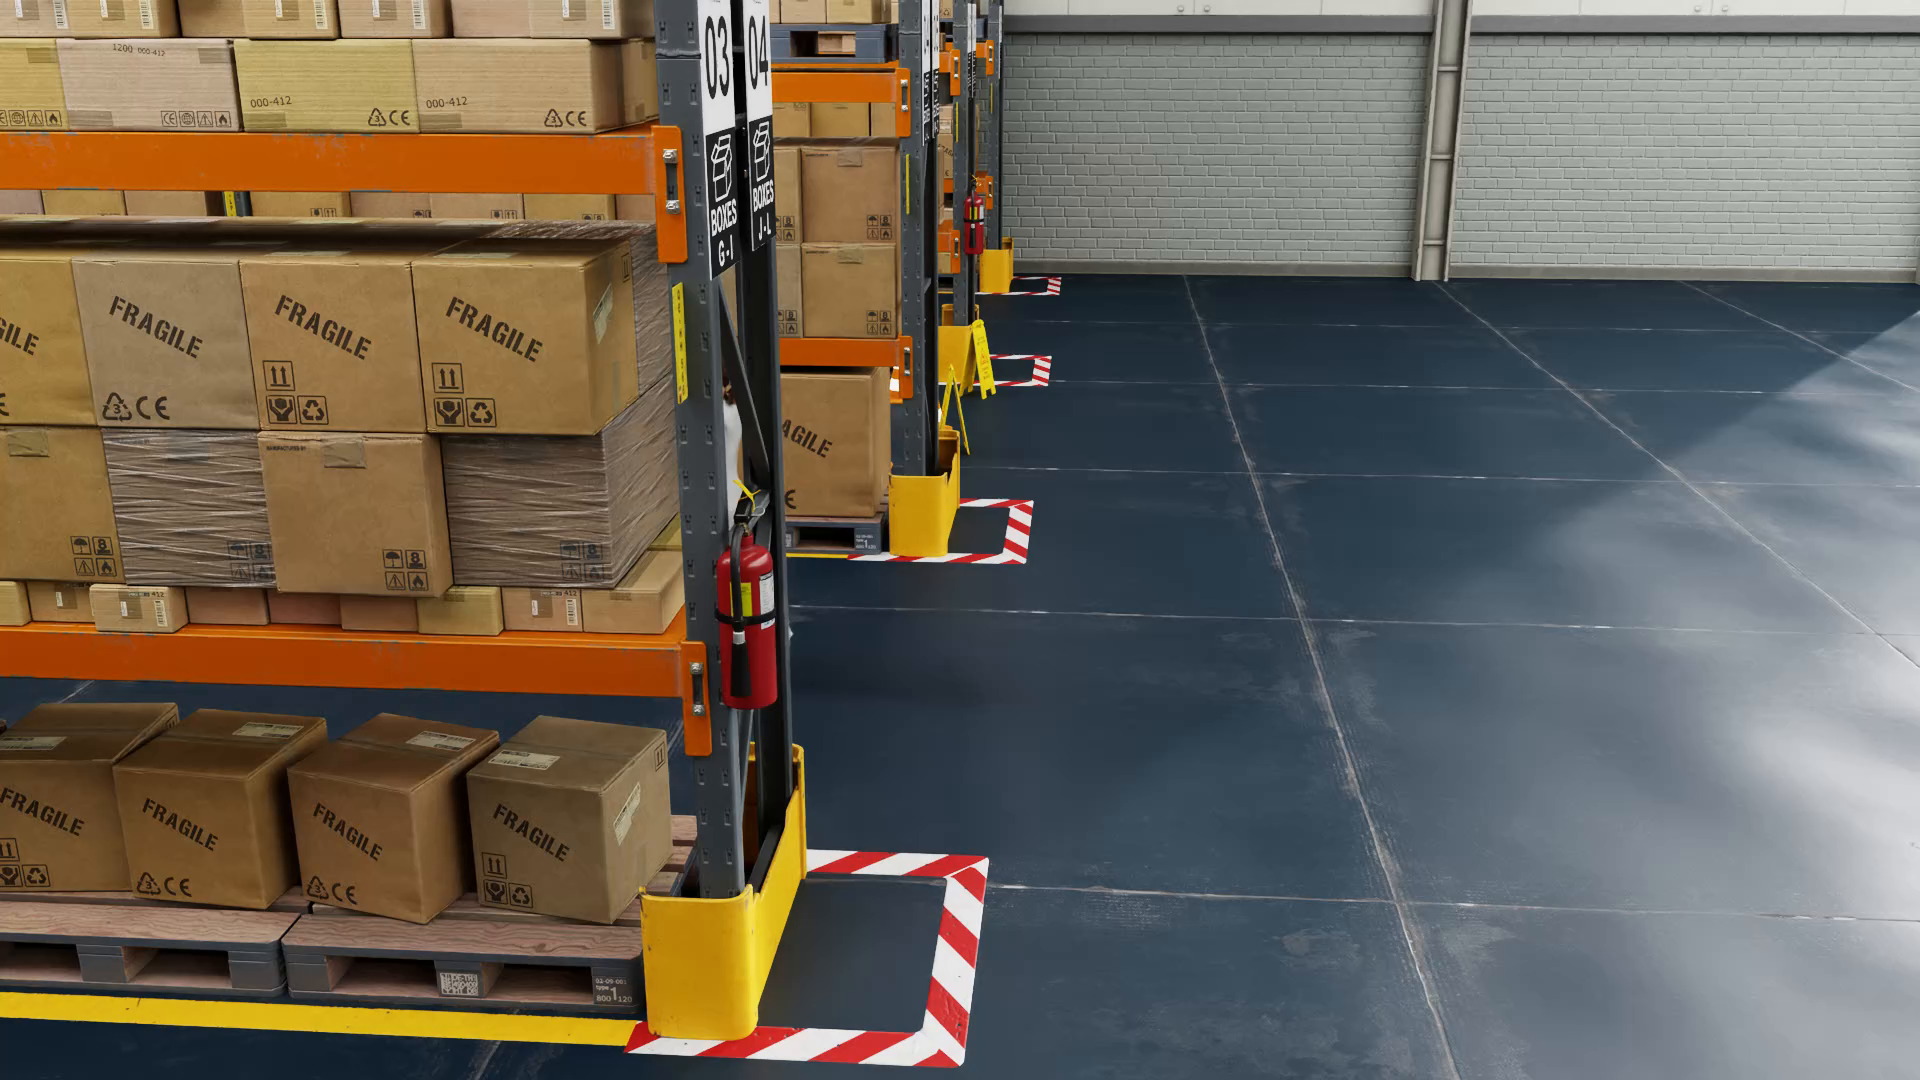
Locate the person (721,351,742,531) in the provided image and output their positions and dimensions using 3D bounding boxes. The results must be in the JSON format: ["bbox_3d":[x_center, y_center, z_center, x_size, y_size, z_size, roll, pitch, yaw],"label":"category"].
[{"bbox_3d":[-1.165,-0.110,7.936,0.370,1.682,0.437,2,18,5],"label":"person"}]
